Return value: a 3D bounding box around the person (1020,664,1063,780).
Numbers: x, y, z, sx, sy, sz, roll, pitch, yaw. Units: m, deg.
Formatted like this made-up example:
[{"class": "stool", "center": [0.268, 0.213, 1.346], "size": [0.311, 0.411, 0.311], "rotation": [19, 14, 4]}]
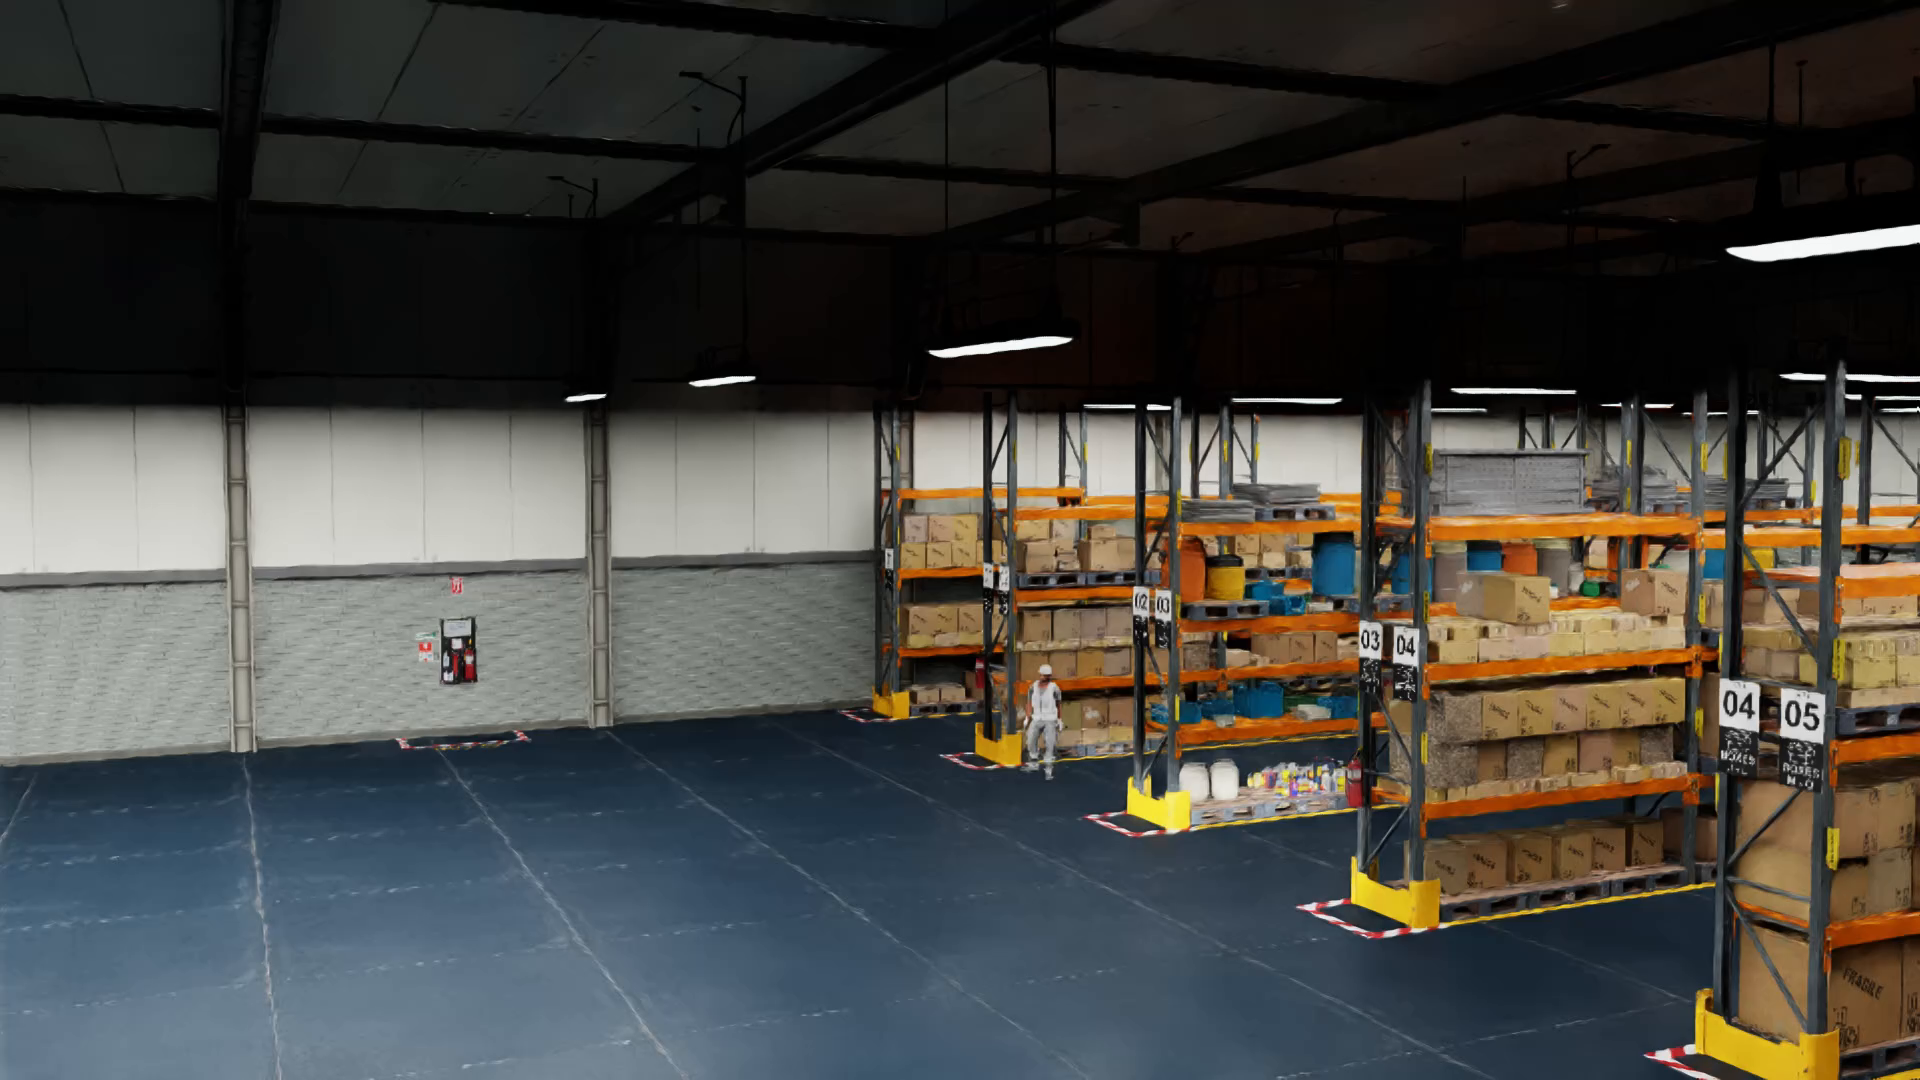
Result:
[{"class": "person", "center": [1.224, 2.783, 25.686], "size": [0.735, 1.782, 0.510], "rotation": [2, 4, 25]}]
